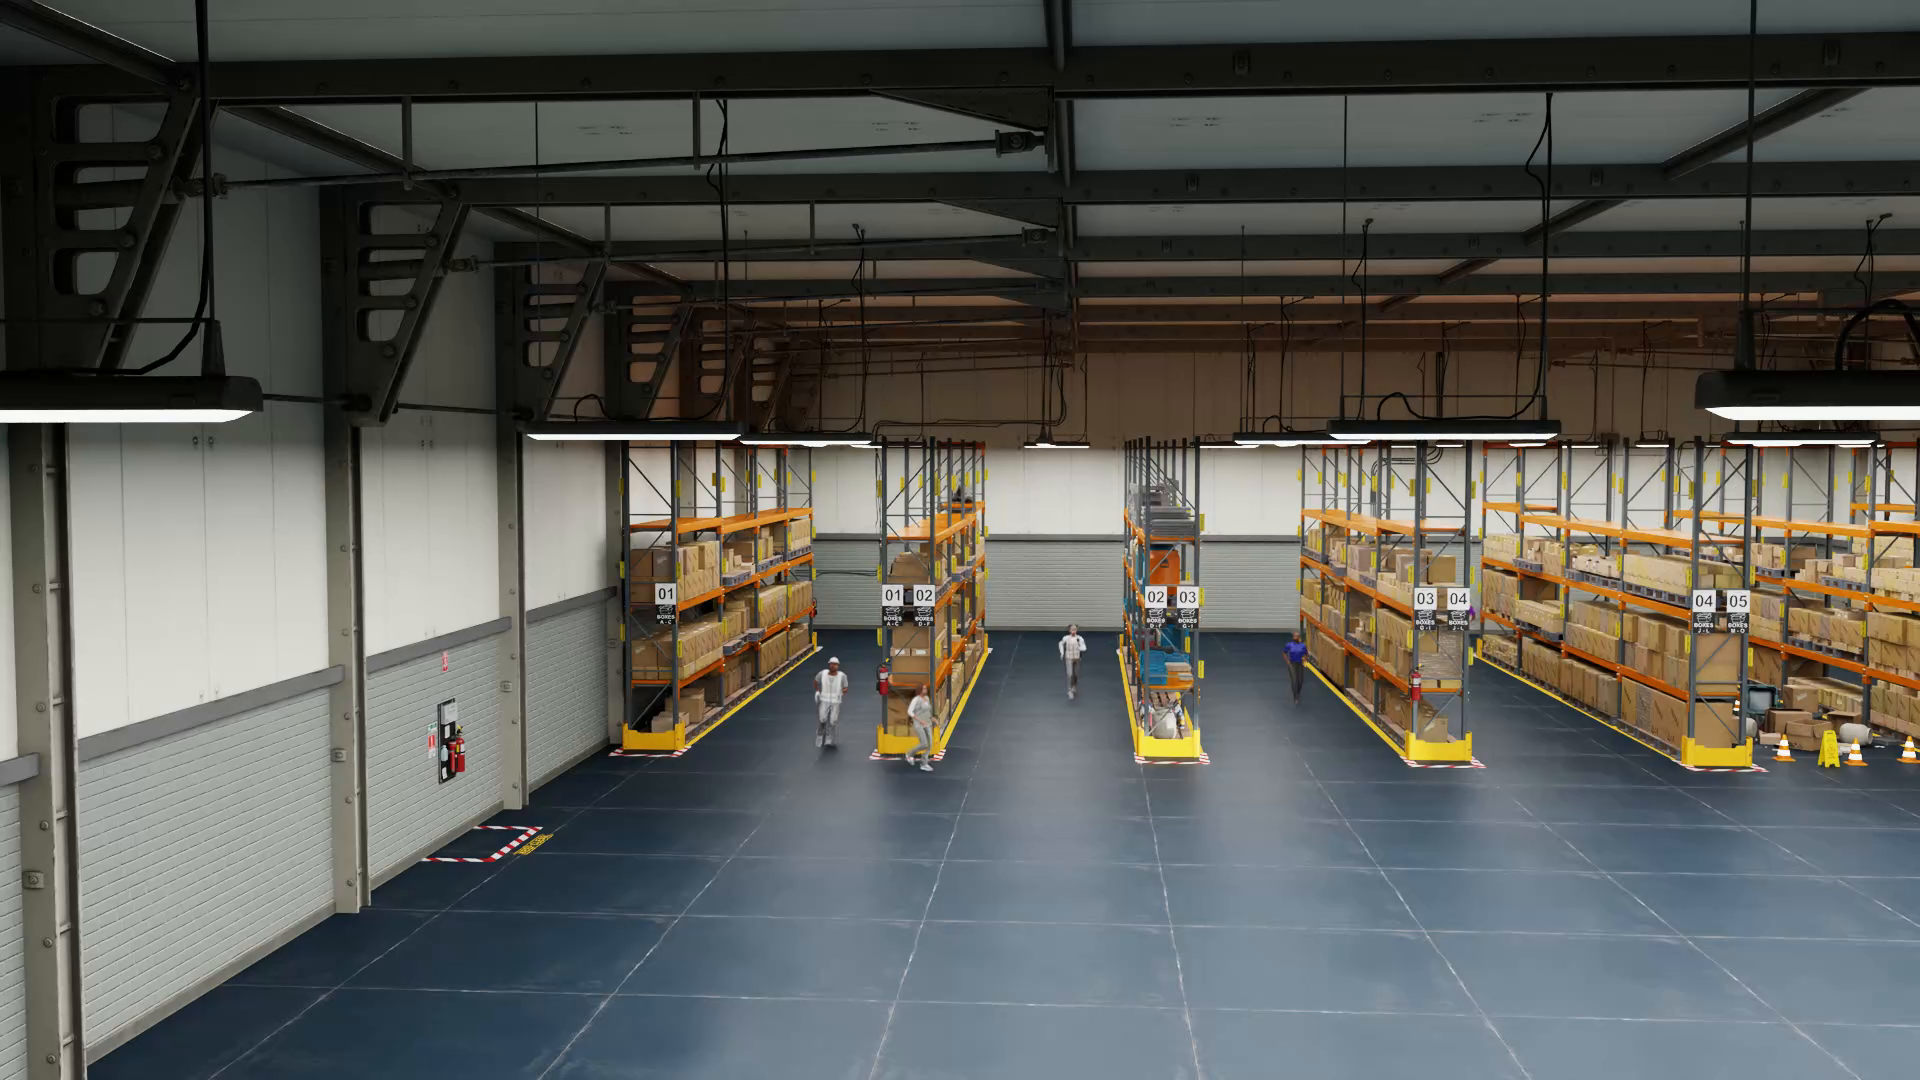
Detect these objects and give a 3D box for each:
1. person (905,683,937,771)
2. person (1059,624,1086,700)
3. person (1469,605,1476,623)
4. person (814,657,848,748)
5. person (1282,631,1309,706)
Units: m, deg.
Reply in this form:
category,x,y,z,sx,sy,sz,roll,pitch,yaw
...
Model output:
category,x,y,z,sx,sy,sz,roll,pitch,yaw
person,-0.714,3.345,29.845,0.579,1.562,0.567,2,4,37
person,2.627,2.795,38.657,0.596,1.728,0.854,0,3,-4
person,14.399,2.352,47.520,0.753,1.662,0.839,-2,3,-27
person,-2.486,3.133,32.096,0.667,1.748,0.702,0,3,-6
person,7.616,2.903,37.726,0.589,1.634,0.710,0,3,1
